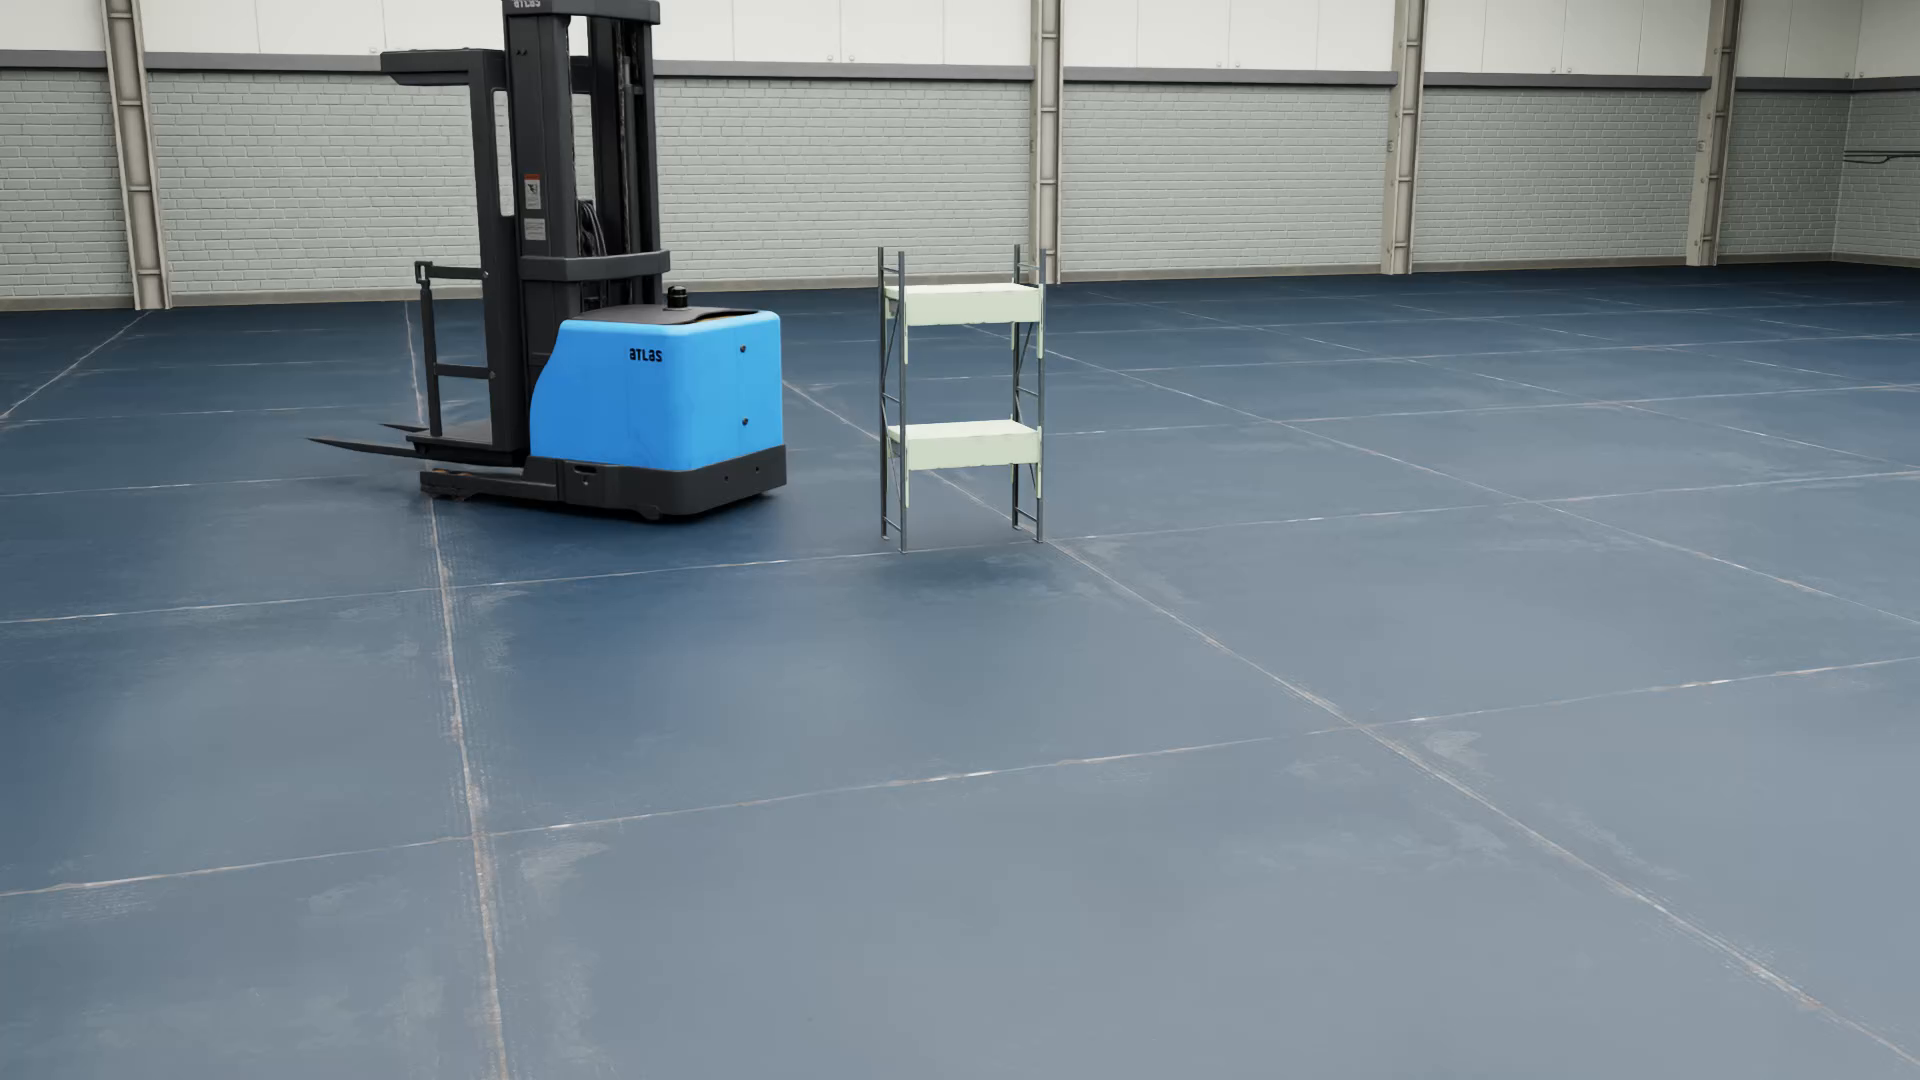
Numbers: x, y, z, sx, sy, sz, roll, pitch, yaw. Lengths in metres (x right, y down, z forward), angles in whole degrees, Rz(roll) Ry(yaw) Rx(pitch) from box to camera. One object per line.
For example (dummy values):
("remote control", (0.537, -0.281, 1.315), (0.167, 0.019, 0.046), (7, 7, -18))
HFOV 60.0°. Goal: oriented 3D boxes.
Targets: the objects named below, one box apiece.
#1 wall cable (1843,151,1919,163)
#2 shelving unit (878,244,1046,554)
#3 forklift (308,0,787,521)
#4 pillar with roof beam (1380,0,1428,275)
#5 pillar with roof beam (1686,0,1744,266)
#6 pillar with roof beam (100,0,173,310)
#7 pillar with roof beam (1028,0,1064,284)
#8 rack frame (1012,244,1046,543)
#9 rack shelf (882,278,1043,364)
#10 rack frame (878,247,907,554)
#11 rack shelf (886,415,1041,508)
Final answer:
("wall cable", (15.835, -7.480, 27.354), (0.112, 2.526, 3.097), (-4, 14, -18))
("shelving unit", (0.006, -0.730, 8.471), (0.755, 1.500, 0.431), (-4, 14, -18))
("forklift", (-2.560, -1.748, 9.658), (3.031, 2.935, 1.130), (7, 15, 27))
("pillar with roof beam", (8.307, -7.676, 21.468), (0.400, 9.000, 9.100), (-4, 14, -18))
("pillar with roof beam", (13.994, -8.119, 23.330), (0.400, 9.000, 9.100), (-4, 14, -18))
("pillar with roof beam", (-8.753, -6.348, 15.883), (0.400, 9.000, 9.100), (-4, 14, -18))
("pillar with roof beam", (2.621, -7.233, 19.607), (0.400, 9.000, 9.100), (-4, 14, -18))
("rack frame", (0.353, -0.757, 8.585), (0.023, 1.500, 0.400), (-4, 14, -18))
("rack shelf", (0.006, -1.110, 8.381), (0.720, 0.370, 0.431), (-4, 14, -18))
("rack frame", (-0.341, -0.703, 8.358), (0.023, 1.500, 0.400), (-4, 14, -18))
("rack shelf", (0.006, -0.413, 8.547), (0.720, 0.370, 0.431), (-4, 14, -18))
